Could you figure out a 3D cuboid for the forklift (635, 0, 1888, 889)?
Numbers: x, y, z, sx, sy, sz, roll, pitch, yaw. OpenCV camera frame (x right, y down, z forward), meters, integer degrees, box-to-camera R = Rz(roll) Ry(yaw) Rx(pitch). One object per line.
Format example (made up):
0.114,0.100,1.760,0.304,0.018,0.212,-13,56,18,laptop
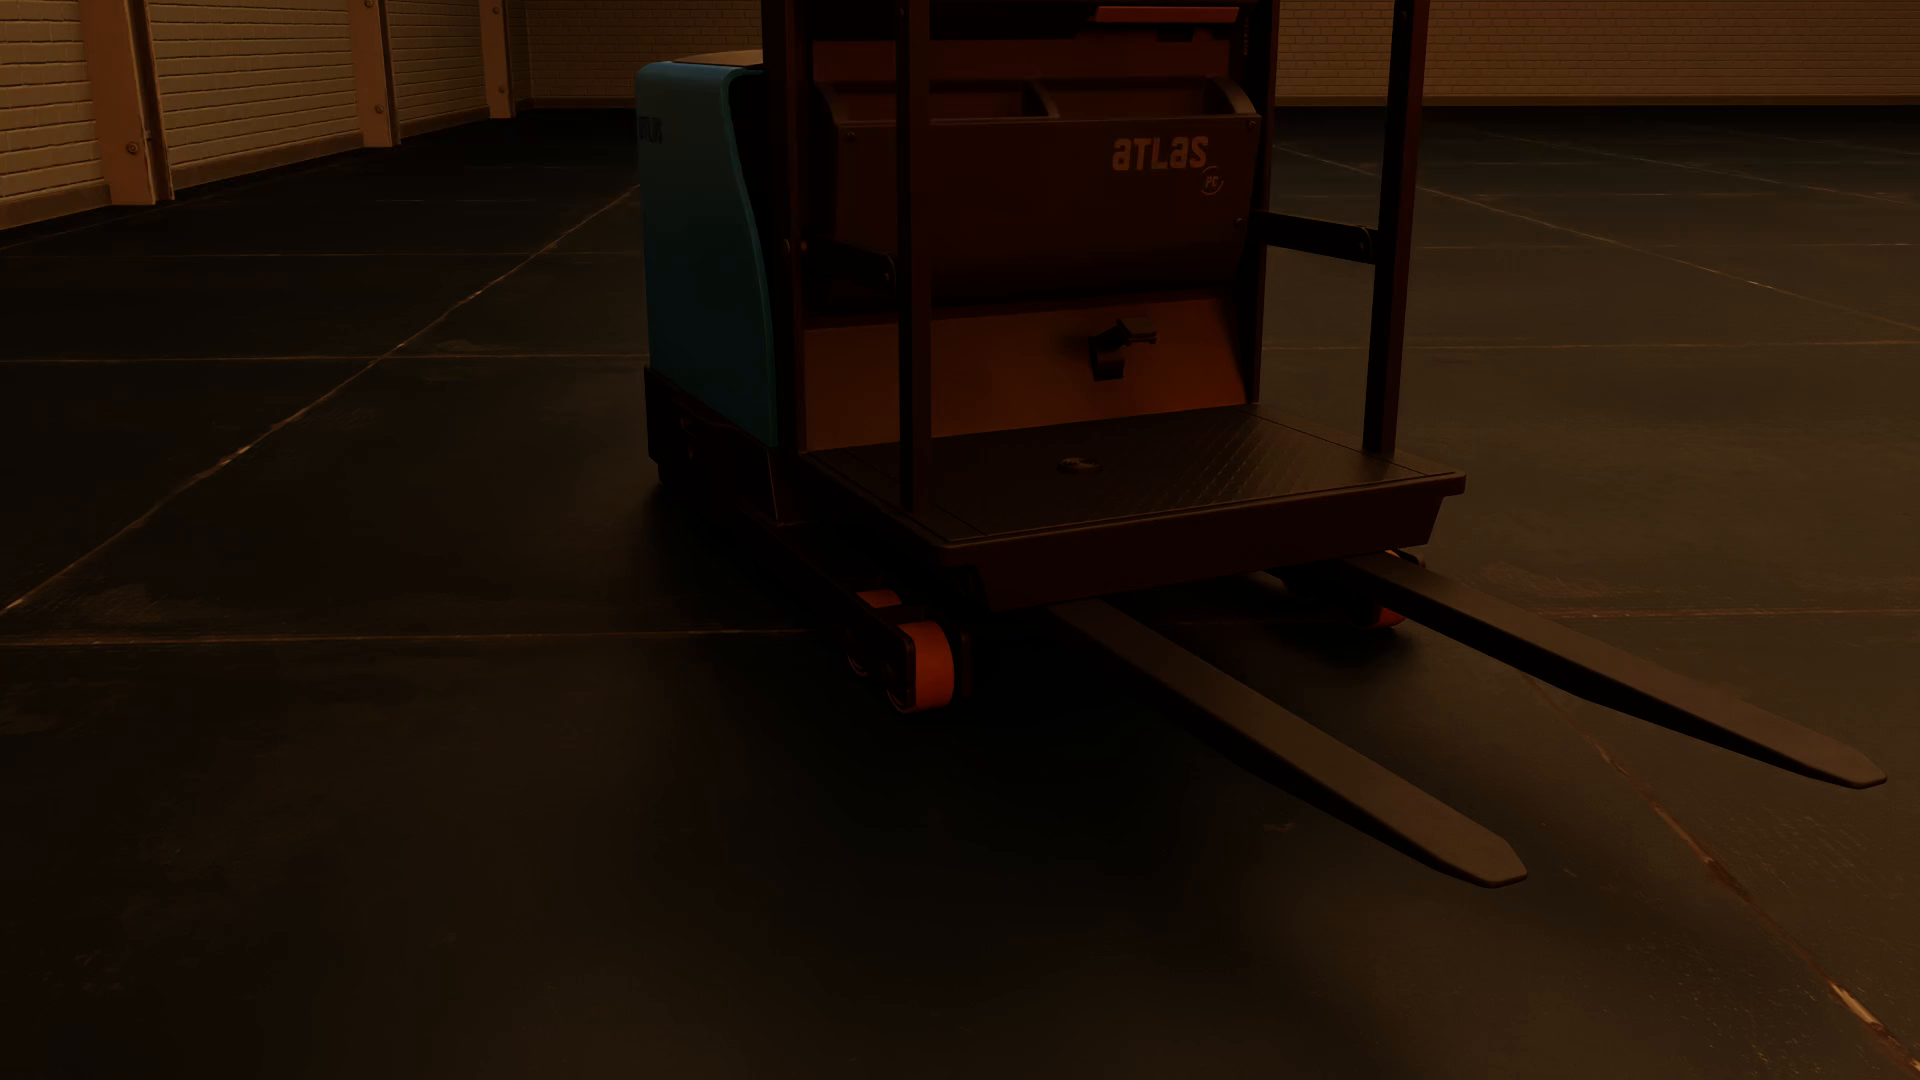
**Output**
0.258,-1.240,2.962,1.130,2.935,3.031,-8,19,-24,forklift
